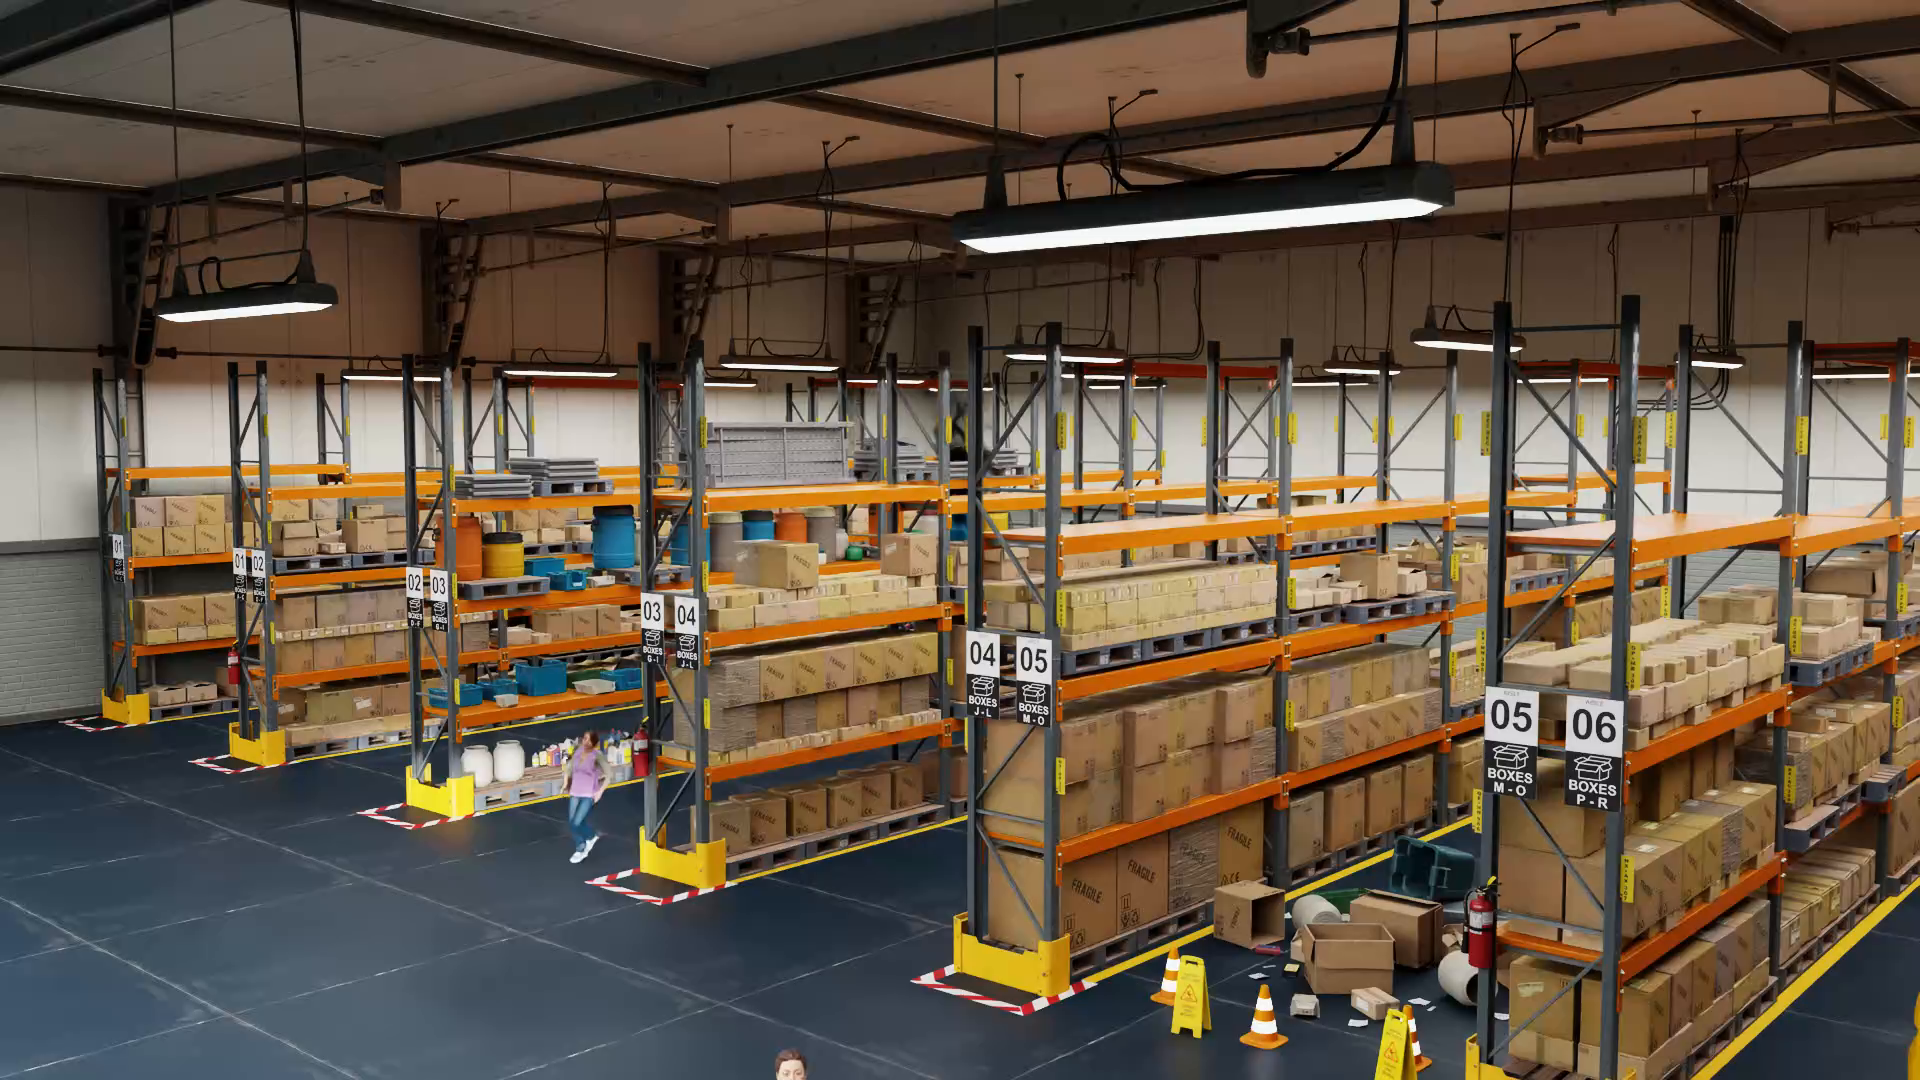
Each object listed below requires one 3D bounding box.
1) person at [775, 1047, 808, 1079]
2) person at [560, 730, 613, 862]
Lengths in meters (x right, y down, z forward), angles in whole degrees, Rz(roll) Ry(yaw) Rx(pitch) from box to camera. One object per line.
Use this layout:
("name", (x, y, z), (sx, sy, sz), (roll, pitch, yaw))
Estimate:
("person", (-0.948, 3.658, 9.278), (0.567, 1.631, 0.564), (-1, 4, -10))
("person", (-4.355, 2.979, 19.314), (0.614, 1.556, 0.473), (2, 5, 22))
